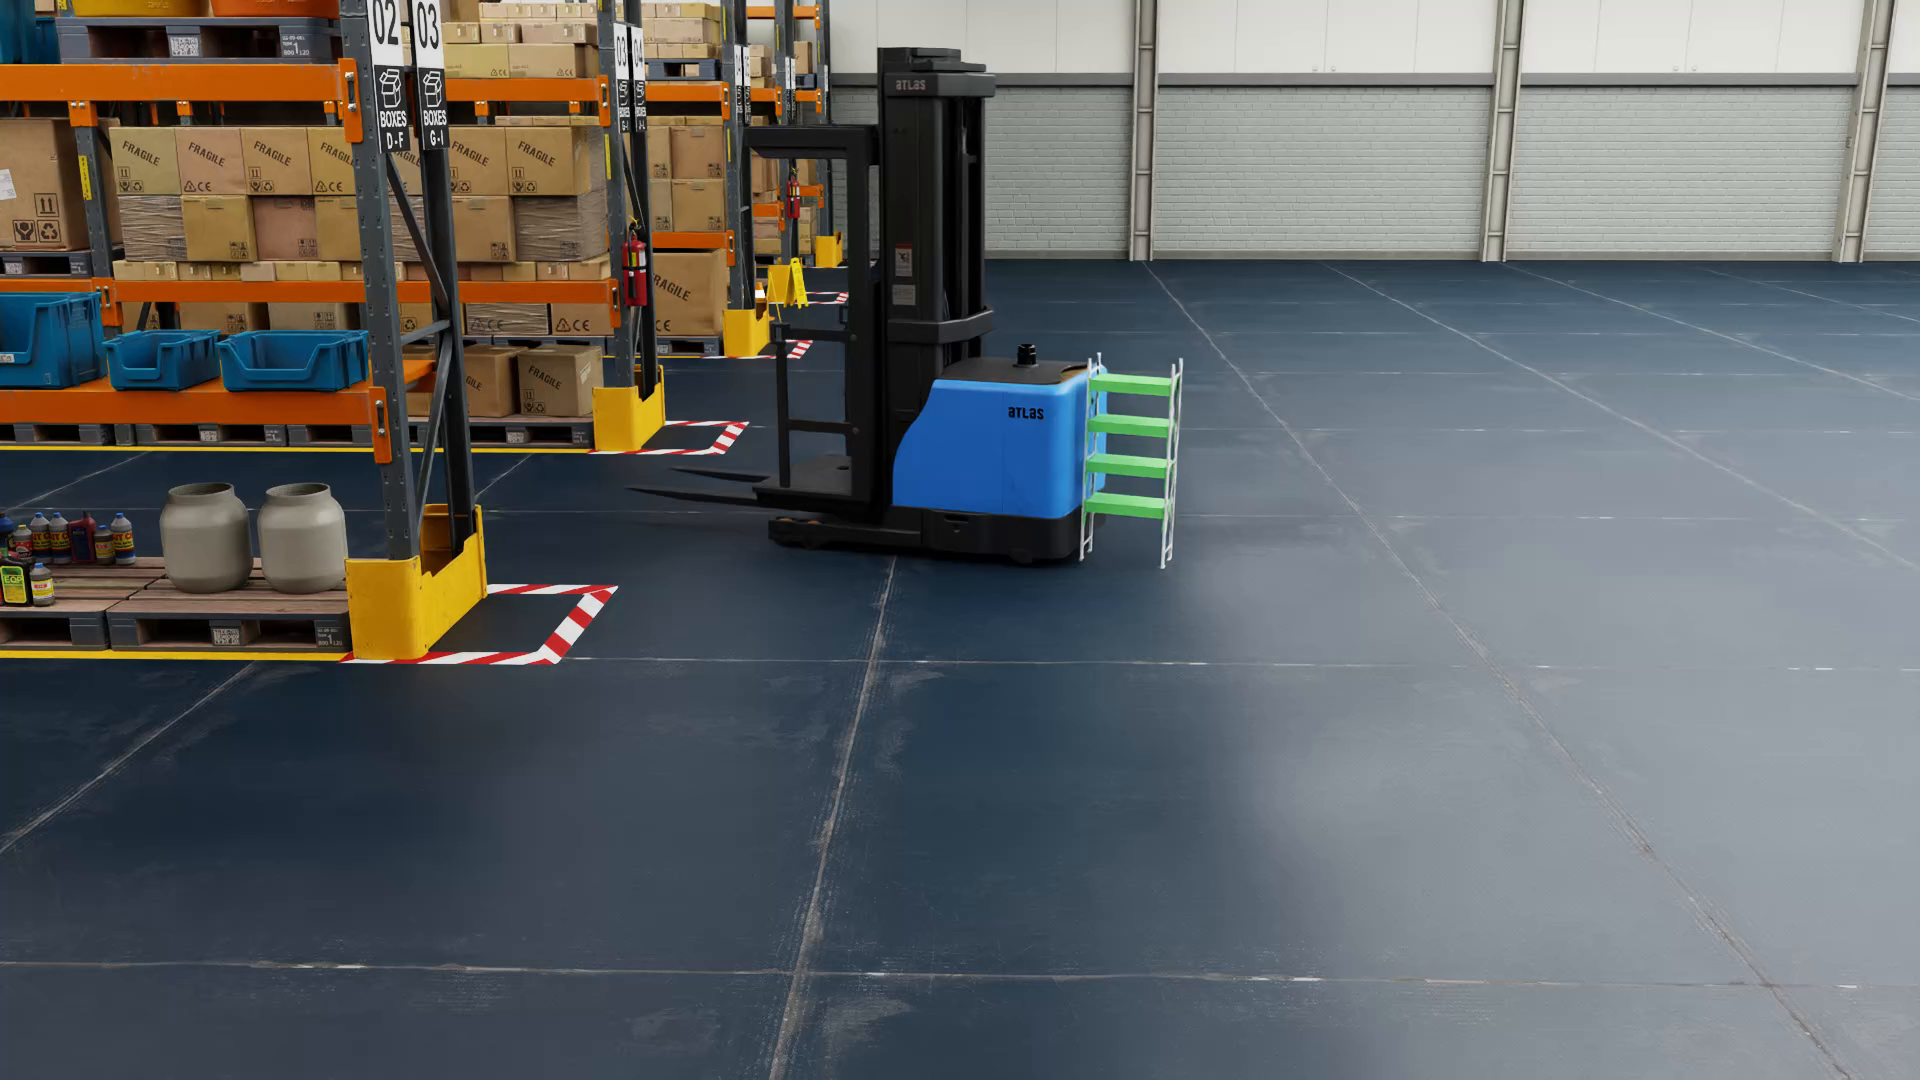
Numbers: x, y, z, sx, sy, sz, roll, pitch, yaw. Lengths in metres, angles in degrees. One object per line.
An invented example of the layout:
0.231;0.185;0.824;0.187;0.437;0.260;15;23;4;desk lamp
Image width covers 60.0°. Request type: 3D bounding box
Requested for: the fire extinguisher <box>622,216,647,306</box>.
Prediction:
-2.490;-2.133;12.695;0.183;0.674;0.296;0;15;1;fire extinguisher

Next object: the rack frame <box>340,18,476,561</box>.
-2.719;-1.025;8.346;0.127;3.000;1.000;0;15;1;rack frame

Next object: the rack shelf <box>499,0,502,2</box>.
-4.339;-7.380;22.089;4.000;0.370;1.077;0;15;1;rack shelf

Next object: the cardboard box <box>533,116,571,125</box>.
-5.394;-5.450;22.379;0.500;0.500;0.700;0;15;2;cardboard box

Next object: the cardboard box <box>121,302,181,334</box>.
-8.882;-2.688;18.236;0.750;0.750;1.050;1;15;2;cardboard box

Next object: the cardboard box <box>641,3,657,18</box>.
-3.216;-5.438;17.101;0.250;0.149;0.380;1;15;2;cardboard box

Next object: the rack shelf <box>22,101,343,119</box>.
-8.363;-4.694;17.782;4.000;0.370;1.077;0;15;1;rack shelf

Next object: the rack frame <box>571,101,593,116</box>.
-6.215;-6.107;27.609;0.127;3.000;1.000;0;15;1;rack frame

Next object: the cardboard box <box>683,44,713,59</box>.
-2.706;-5.049;17.189;0.250;0.149;0.380;0;15;1;cardboard box

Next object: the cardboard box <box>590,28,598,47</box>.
-2.862;-3.920;12.949;0.250;0.149;0.380;0;15;1;cardboard box

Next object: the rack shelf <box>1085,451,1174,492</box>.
0.997;-0.404;9.748;0.480;0.148;0.258;6;16;17;rack shelf

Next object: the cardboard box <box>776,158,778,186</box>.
-3.234;-6.072;27.278;0.500;0.500;0.500;1;15;3;cardboard box

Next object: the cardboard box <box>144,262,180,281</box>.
-6.134;-2.110;12.949;0.250;0.149;0.380;0;15;1;cardboard box

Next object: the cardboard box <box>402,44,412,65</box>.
-4.092;-3.613;12.567;0.500;0.250;0.500;1;15;3;cardboard box

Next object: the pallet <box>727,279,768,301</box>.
-3.227;-3.482;23.124;1.213;0.211;1.003;0;15;1;pallet

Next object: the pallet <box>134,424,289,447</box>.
-5.919;-0.971;13.605;1.213;0.211;1.003;0;15;1;pallet

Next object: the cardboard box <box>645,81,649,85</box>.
-4.240;-6.074;22.095;0.250;0.149;0.380;0;15;1;cardboard box

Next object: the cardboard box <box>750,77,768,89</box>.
-2.703;-6.075;22.100;0.250;0.149;0.380;0;15;2;cardboard box

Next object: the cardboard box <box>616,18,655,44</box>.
-3.361;-5.261;17.213;0.500;0.250;0.500;0;15;2;cardboard box

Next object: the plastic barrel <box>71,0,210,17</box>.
-3.862;-2.745;7.791;0.600;0.588;0.600;0;15;0;plastic barrel

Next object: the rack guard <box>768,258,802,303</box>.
-2.415;-3.607;23.033;0.348;0.500;1.175;0;15;1;rack guard

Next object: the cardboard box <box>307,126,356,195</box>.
-4.648;-2.916;12.772;0.500;0.500;0.500;0;15;1;cardboard box

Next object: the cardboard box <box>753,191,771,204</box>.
-2.719;-4.642;22.547;0.250;0.149;0.380;1;15;3;cardboard box

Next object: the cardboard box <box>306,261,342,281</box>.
-4.884;-2.108;12.944;0.250;0.149;0.380;0;15;1;cardboard box

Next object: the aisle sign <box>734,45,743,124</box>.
-2.302;-4.733;17.302;0.004;0.787;0.394;0;15;1;aisle sign

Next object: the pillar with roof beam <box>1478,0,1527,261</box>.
8.997;-8.041;23.176;0.400;9.000;9.100;0;15;1;pillar with roof beam

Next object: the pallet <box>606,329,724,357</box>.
-3.166;-2.189;18.225;1.213;0.211;1.003;0;15;1;pallet

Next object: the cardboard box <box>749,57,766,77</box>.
-2.858;-6.272;22.063;0.500;0.250;0.500;0;15;1;cardboard box

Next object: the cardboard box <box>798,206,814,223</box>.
-2.685;-5.362;27.390;0.500;0.250;0.500;1;15;3;cardboard box

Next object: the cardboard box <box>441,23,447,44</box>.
-3.907;-3.816;12.555;0.250;0.149;0.380;1;15;2;cardboard box

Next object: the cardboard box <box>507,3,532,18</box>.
-4.488;-5.446;17.130;0.250;0.149;0.380;0;15;1;cardboard box

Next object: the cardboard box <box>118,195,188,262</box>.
-6.143;-2.488;13.111;0.500;0.500;0.875;0;15;1;cardboard box

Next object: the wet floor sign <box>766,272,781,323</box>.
-2.285;-2.919;20.139;0.232;0.644;0.267;-2;15;-8;wet floor sign

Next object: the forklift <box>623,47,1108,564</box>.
-0.648;-1.488;10.236;3.031;2.935;1.130;5;16;20;forklift

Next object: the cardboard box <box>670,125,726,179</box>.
-2.735;-4.159;17.815;0.550;0.550;0.875;0;15;1;cardboard box

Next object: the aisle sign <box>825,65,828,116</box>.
-2.158;-7.263;26.893;0.004;0.787;0.394;0;15;1;aisle sign

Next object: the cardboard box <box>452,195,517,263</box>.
-3.645;-2.464;13.019;0.500;0.500;0.875;0;15;1;cardboard box

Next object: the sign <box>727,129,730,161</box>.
-2.393;-4.089;17.223;0.005;0.325;0.100;0;15;1;sign

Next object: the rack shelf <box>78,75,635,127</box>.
-4.592;-3.404;12.892;4.000;0.370;1.077;0;15;1;rack shelf

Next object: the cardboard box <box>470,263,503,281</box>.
-3.633;-2.112;12.957;0.250;0.149;0.380;0;15;1;cardboard box

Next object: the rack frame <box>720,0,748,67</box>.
-2.365;-6.453;17.160;0.127;3.000;1.000;0;15;1;rack frame

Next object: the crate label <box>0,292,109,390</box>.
-4.566;-0.985;8.125;0.616;0.435;0.502;0;15;1;crate label

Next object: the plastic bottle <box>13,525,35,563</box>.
-5.065;0.020;9.006;0.097;0.201;0.097;0;15;0;plastic bottle

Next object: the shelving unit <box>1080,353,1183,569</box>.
0.998;-0.466;9.732;0.503;1.200;0.258;6;16;17;shelving unit

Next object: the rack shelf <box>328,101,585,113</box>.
-8.215;-7.223;27.368;4.000;0.370;1.077;0;15;1;rack shelf

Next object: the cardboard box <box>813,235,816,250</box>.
-2.702;-5.008;28.009;0.500;0.250;0.500;0;15;2;cardboard box

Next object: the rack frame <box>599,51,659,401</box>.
-2.593;-2.288;13.133;0.127;3.000;1.000;0;15;1;rack frame

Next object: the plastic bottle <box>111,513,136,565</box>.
-4.524;-0.010;8.984;0.097;0.271;0.097;0;15;0;plastic bottle

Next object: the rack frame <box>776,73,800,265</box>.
-2.340;-4.816;22.712;0.127;3.000;1.000;0;15;1;rack frame

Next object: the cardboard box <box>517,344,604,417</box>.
-3.216;-1.291;13.430;0.500;0.500;0.500;3;15;12;cardboard box
